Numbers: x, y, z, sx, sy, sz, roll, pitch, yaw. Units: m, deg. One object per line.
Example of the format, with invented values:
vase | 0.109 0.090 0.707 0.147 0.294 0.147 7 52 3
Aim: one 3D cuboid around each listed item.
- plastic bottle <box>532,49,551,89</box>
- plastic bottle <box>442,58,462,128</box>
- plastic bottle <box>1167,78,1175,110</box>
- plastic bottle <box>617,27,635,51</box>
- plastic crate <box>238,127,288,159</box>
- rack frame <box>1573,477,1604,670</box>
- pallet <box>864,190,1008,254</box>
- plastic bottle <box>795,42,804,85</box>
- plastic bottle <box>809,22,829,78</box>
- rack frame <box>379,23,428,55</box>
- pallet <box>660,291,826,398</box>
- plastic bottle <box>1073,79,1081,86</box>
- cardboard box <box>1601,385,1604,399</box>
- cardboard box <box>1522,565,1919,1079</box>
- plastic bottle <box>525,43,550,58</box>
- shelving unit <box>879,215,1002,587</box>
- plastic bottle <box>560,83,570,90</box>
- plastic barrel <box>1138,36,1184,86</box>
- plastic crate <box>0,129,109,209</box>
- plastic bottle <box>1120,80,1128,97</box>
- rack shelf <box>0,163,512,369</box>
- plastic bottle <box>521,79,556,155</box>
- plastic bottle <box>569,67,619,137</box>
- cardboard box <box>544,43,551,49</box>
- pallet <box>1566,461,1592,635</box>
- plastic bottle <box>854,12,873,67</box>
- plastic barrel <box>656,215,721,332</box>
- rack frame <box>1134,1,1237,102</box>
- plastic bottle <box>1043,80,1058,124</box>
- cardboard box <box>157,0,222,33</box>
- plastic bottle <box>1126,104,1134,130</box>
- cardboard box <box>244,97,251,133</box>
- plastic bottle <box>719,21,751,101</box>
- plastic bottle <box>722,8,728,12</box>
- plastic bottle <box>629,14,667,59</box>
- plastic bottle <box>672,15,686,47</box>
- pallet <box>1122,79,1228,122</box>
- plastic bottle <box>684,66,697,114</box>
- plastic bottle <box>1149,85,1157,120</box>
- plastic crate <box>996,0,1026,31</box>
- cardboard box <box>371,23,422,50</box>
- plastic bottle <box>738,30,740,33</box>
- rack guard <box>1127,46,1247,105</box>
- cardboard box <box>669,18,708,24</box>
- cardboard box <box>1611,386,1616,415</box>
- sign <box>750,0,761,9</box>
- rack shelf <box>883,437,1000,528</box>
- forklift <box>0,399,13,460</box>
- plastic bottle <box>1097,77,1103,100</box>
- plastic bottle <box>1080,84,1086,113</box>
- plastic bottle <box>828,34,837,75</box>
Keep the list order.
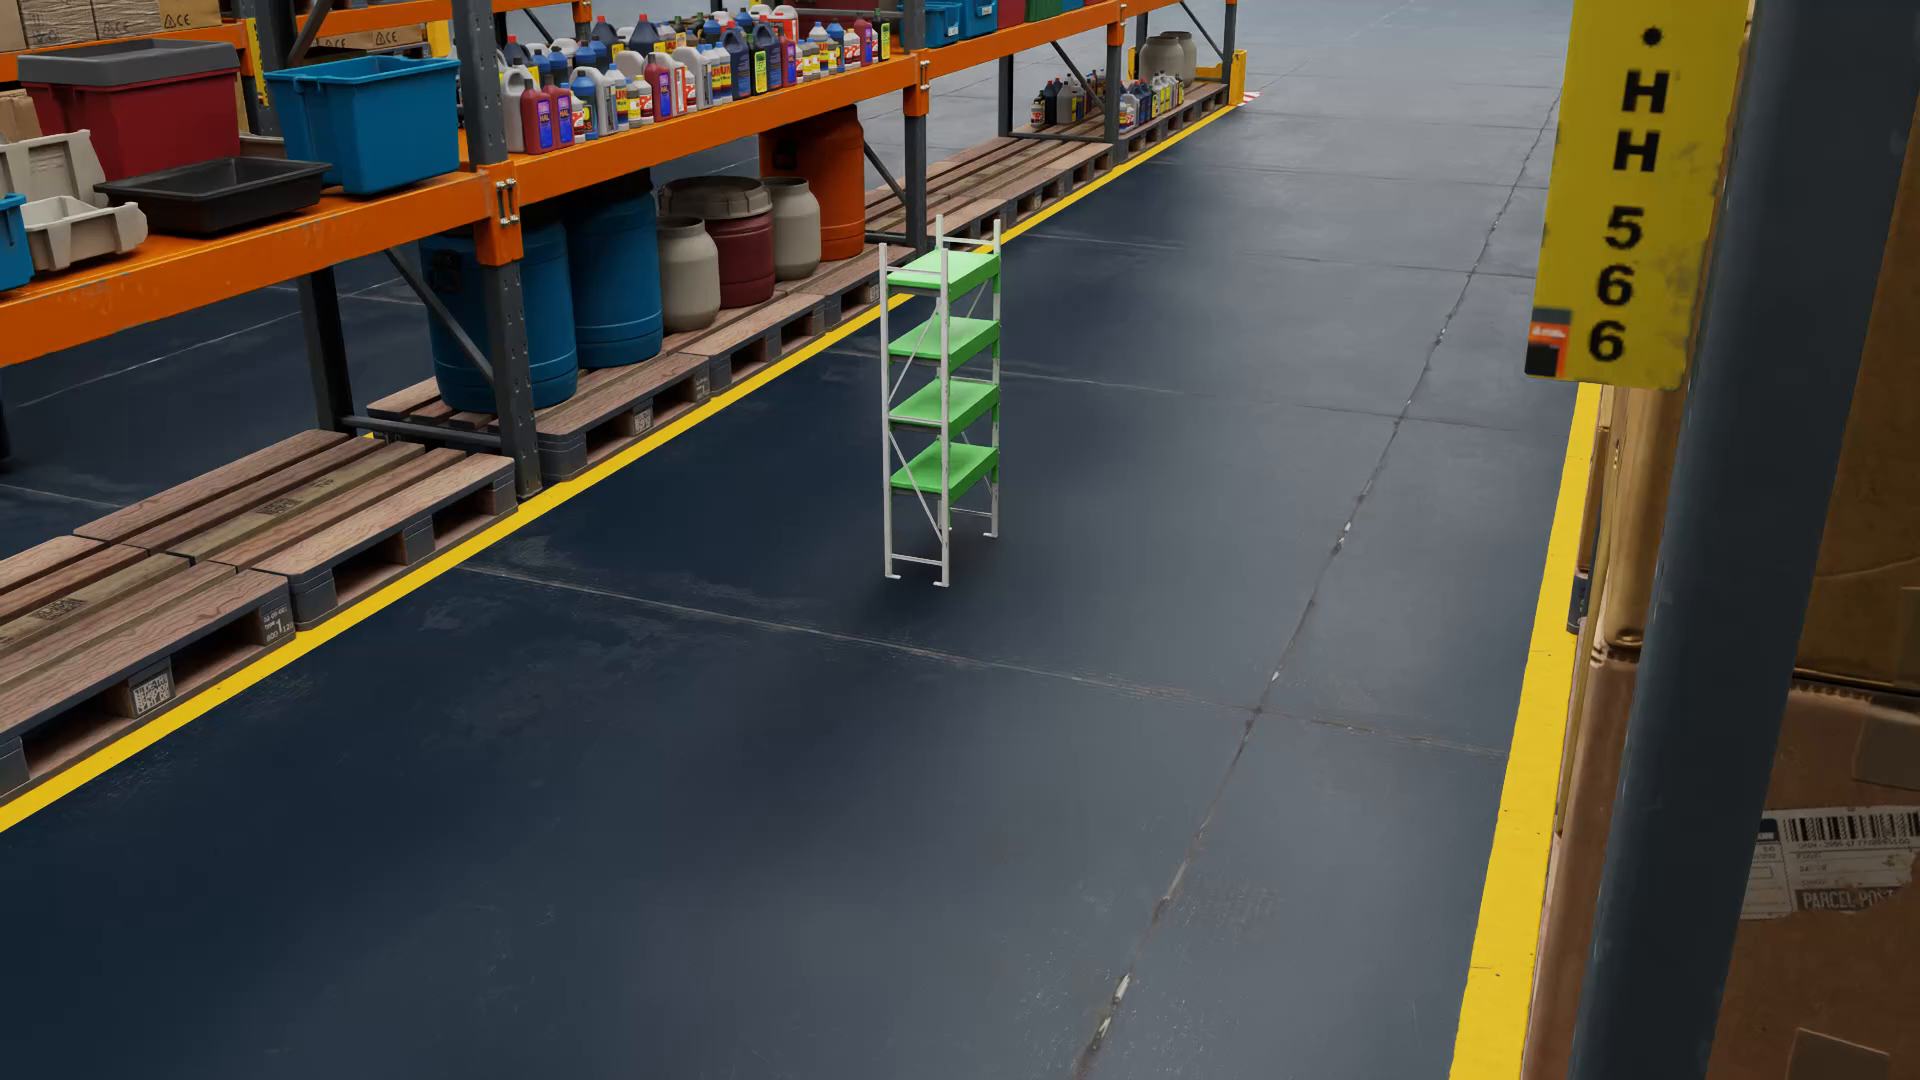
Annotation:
plastic bottle | -1.880 -2.059 7.454 0.097 0.271 0.097 0 23 0
plastic bottle | -2.190 -1.892 7.048 0.152 0.276 0.135 9 24 20
plastic bottle | 1.840 -4.015 14.934 0.152 0.276 0.135 8 24 19
plastic bottle | -1.662 -2.400 8.265 0.152 0.276 0.135 9 24 20
plastic crate | -2.477 -1.391 5.952 0.396 0.136 0.243 9 24 20
rack frame | 2.426 -0.920 4.562 1.000 3.000 0.127 9 24 20
pallet | -0.362 -2.047 10.877 1.003 0.211 1.213 9 24 20
plastic bottle | -0.839 -2.400 8.361 0.097 0.201 0.097 0 23 0
plastic bottle | -0.730 -2.537 8.598 0.097 0.271 0.097 0 23 0
rack frame | -6.880 -7.381 20.028 1.000 3.000 0.127 9 24 20
pallet | -1.395 -1.052 8.496 1.003 0.211 1.213 9 24 20
plastic bottle | 1.027 -3.954 14.786 0.152 0.276 0.135 9 24 21
cardboard box | 2.908 -0.725 6.766 0.500 0.500 0.500 8 24 18
cardboard box | 0.854 0.266 1.593 0.500 0.500 0.500 10 25 22
plastic bottle | -1.952 -2.120 7.595 0.152 0.276 0.135 9 24 20
shelving unit | -0.062 -0.494 5.877 0.258 1.200 0.503 9 24 20
plastic bottle | -1.633 -1.792 6.907 0.097 0.201 0.097 0 23 0
plastic barrel | 1.926 -4.545 15.923 0.421 0.512 0.421 0 23 0
plastic crate | -2.910 -1.084 5.029 0.437 0.282 0.530 9 24 20
plastic bottle | 1.351 -3.725 14.141 0.144 0.351 0.185 9 24 20
rack shelf | -2.915 -0.583 4.688 1.077 0.370 4.000 9 24 20
plastic bottle | -1.639 -1.647 6.453 0.061 0.283 0.133 9 24 20
plastic bottle | -1.510 -1.816 6.866 0.152 0.276 0.135 9 24 20
cardboard box | -3.613 -4.381 15.544 0.500 0.500 0.500 8 24 18
pallet | 2.693 0.070 5.809 1.003 0.211 1.213 9 24 20
plastic bottle | -0.526 -2.720 9.022 0.061 0.283 0.133 9 24 20
plastic barrel | -1.398 -1.312 8.181 0.421 0.512 0.421 0 23 0
rack frame | 2.286 -5.925 16.543 1.000 3.000 0.127 9 24 20
plastic bottle | 0.772 -3.746 14.193 0.144 0.351 0.185 8 24 19
cardboard box | -5.238 -3.606 10.860 0.500 0.500 0.500 10 25 22
plastic bottle | 1.401 -3.530 13.868 0.097 0.201 0.097 0 23 0
cardboard box | -5.054 -3.064 12.365 0.700 0.500 0.500 7 24 17
plastic bottle | -1.081 -2.260 7.832 0.144 0.351 0.185 9 24 20
plastic bottle | -1.311 -2.789 9.186 0.061 0.283 0.133 9 24 20
plastic bottle | -1.534 -2.405 8.179 0.144 0.351 0.185 9 24 20
plastic bottle | -1.496 -2.610 8.759 0.061 0.283 0.133 9 24 20
pallet | 1.994 -4.315 16.305 1.003 0.211 1.213 9 24 20
plastic bottle | -1.234 -2.019 7.450 0.097 0.201 0.097 0 23 0
plastic bottle | 1.655 -3.793 14.393 0.061 0.283 0.133 10 25 22
plastic crate | 0.198 -3.626 10.957 0.402 0.464 0.583 9 24 20
cardboard box | -7.071 -6.342 19.753 0.875 0.875 0.875 9 24 20
plastic bottle | -1.067 -2.348 8.131 0.061 0.283 0.133 9 24 20
rack guard | 2.301 -4.738 16.944 1.175 0.500 0.348 9 24 20
cardboard box | -2.751 -5.235 17.589 0.500 0.500 0.500 16 28 34
cardboard box | 1.608 -0.461 3.332 0.500 0.500 0.500 9 24 20
sign | -1.199 -3.214 9.841 0.100 0.325 0.005 9 24 20
rack shelf | -0.061 -0.214 5.994 0.258 0.148 0.480 9 24 20
forklift | -5.396 -1.859 6.897 3.031 2.935 1.130 18 29 36
plastic bottle | 1.284 -4.196 15.463 0.097 0.201 0.097 0 23 0
plastic bottle | 1.067 -3.894 14.634 0.061 0.283 0.133 9 24 20
plastic bottle | -0.694 -2.539 8.695 0.097 0.201 0.097 0 23 0
